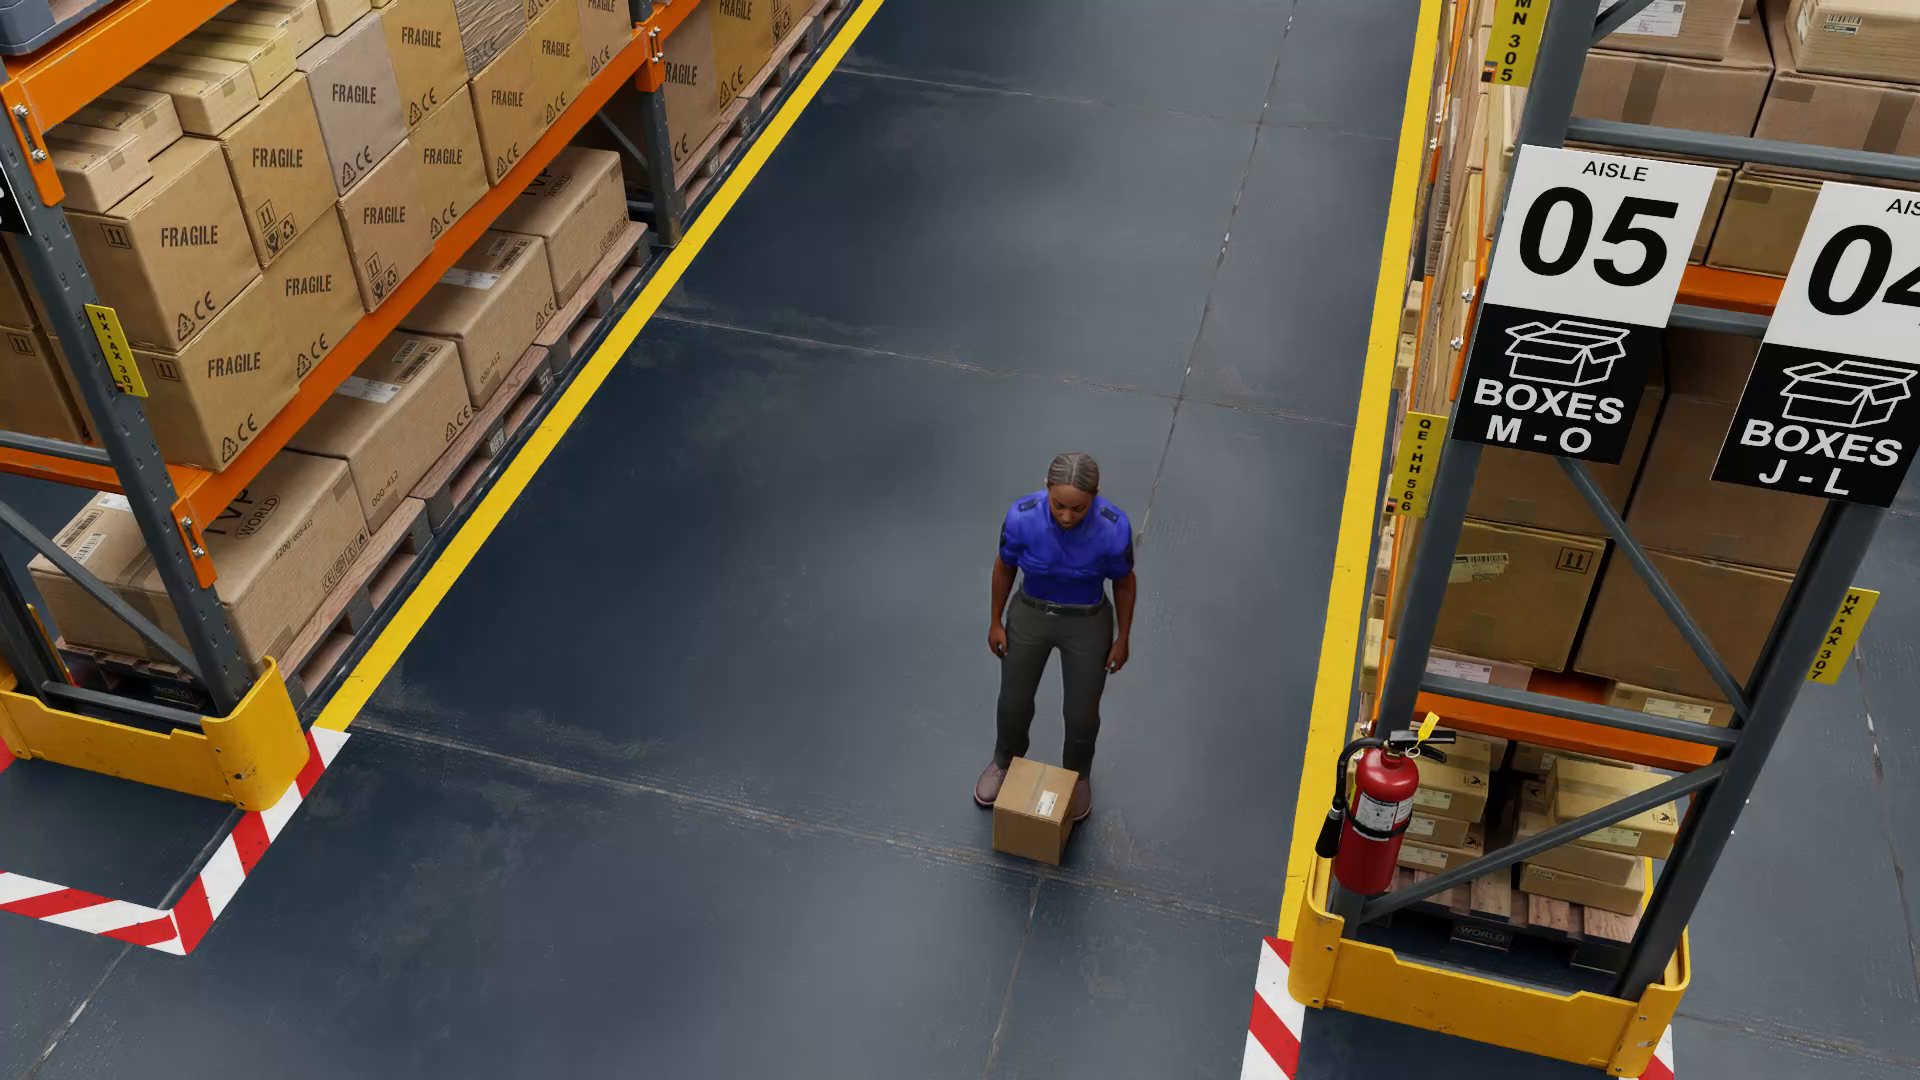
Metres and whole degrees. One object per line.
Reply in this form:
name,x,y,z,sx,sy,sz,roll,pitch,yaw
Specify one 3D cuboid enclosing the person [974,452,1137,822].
person,0.334,0.319,5.809,0.531,1.640,0.351,8,42,9
